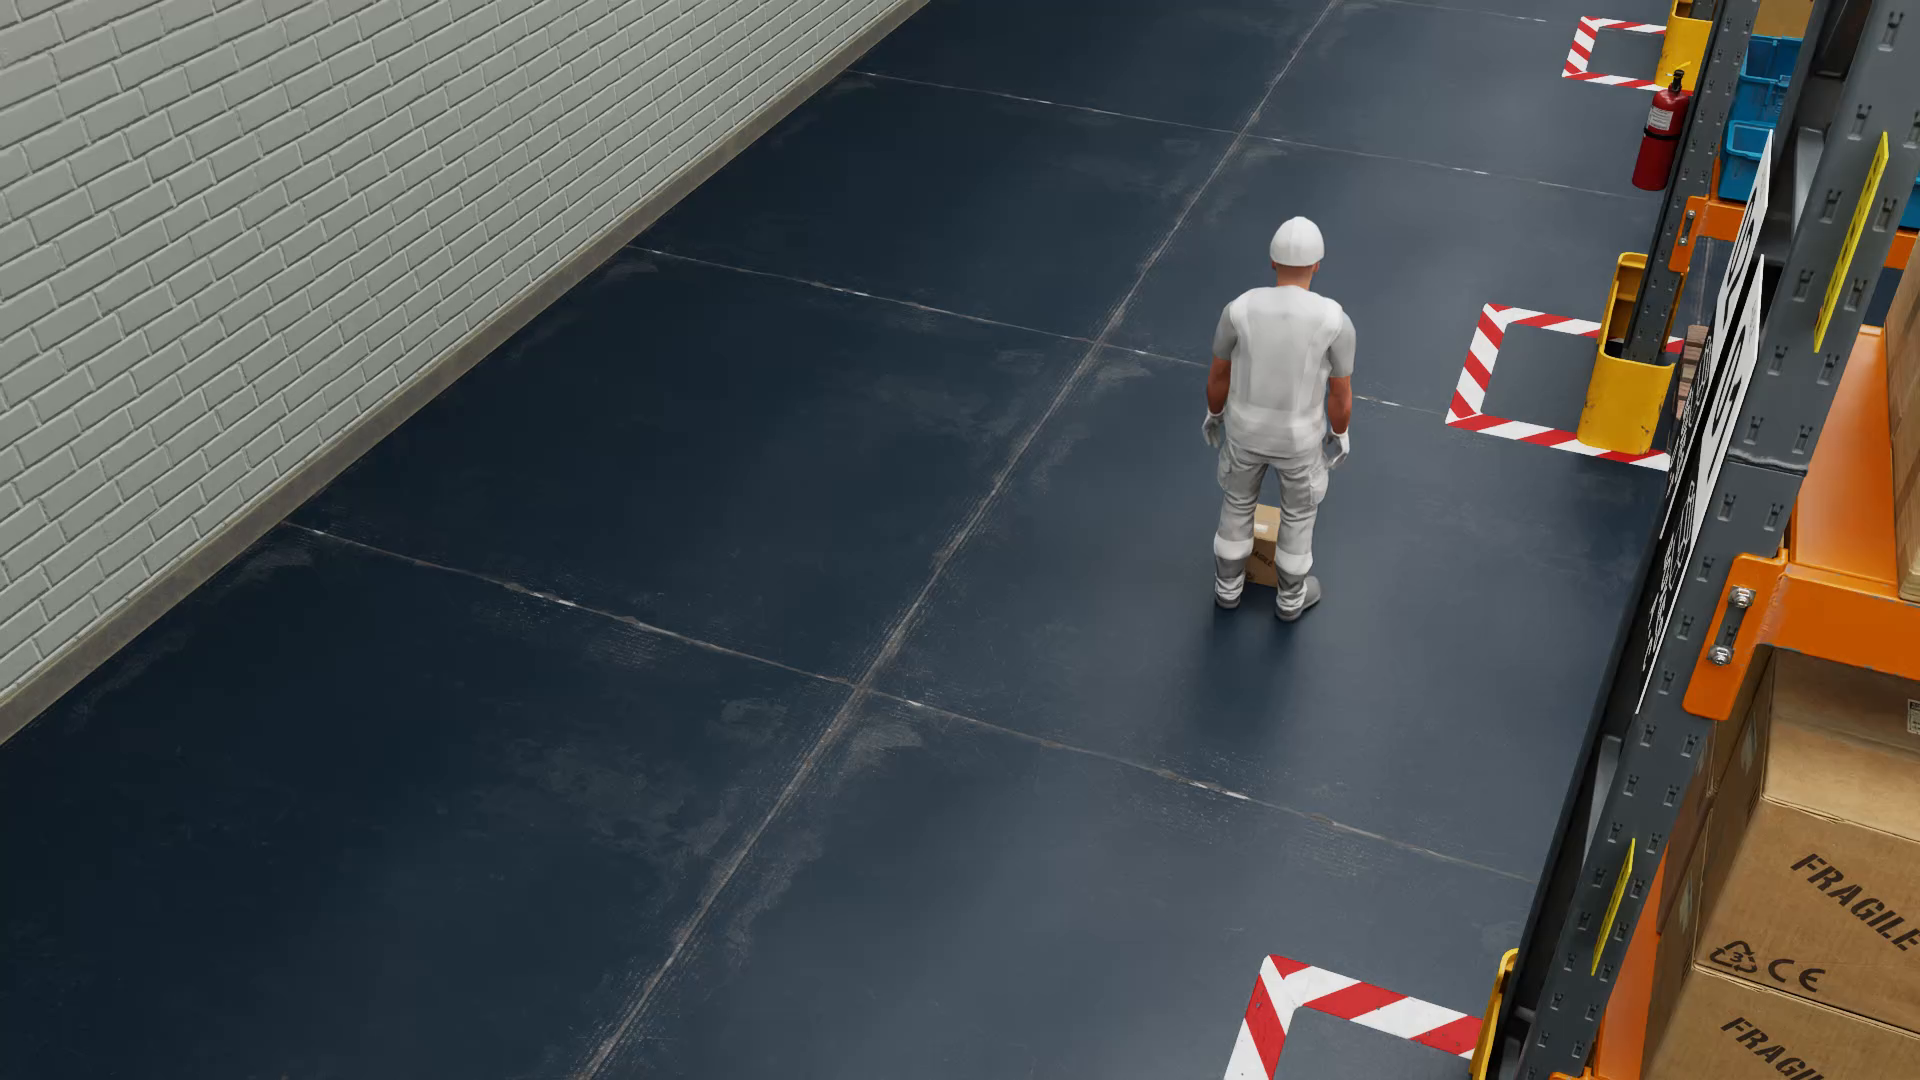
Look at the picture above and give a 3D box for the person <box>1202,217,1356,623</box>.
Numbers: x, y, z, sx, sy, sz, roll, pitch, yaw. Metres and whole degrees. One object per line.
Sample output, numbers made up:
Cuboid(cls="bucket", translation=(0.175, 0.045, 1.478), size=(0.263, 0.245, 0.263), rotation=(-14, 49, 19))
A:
Cuboid(cls="person", translation=(1.282, -0.454, 6.738), size=(0.600, 1.778, 0.451), rotation=(12, 39, 16))
